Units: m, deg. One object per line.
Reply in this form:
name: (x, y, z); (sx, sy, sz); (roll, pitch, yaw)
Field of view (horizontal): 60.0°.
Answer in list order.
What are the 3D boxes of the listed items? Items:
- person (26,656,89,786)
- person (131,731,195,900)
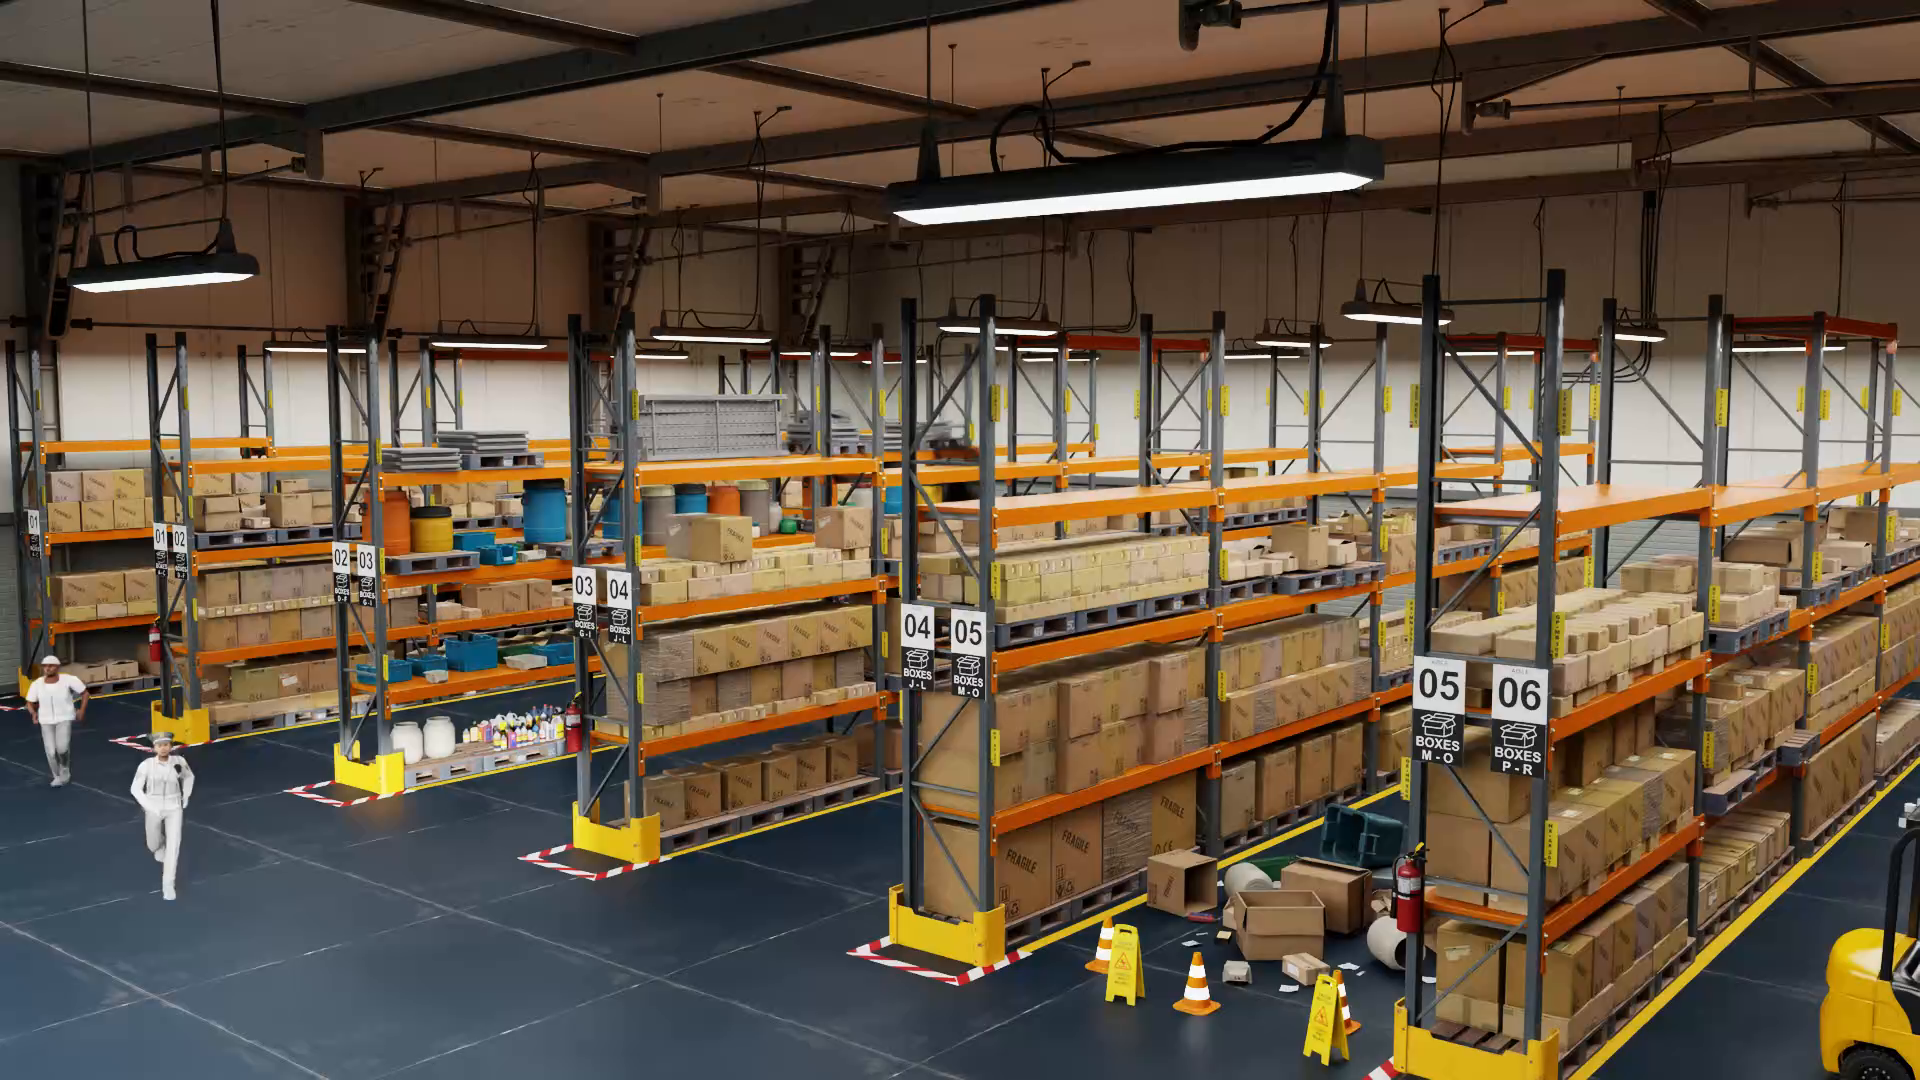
person: (-11.749, 2.360, 21.609); (0.712, 1.721, 0.558); (-1, 5, -16)
person: (-8.261, 2.806, 17.260); (0.596, 1.691, 0.993); (-2, 6, -23)
